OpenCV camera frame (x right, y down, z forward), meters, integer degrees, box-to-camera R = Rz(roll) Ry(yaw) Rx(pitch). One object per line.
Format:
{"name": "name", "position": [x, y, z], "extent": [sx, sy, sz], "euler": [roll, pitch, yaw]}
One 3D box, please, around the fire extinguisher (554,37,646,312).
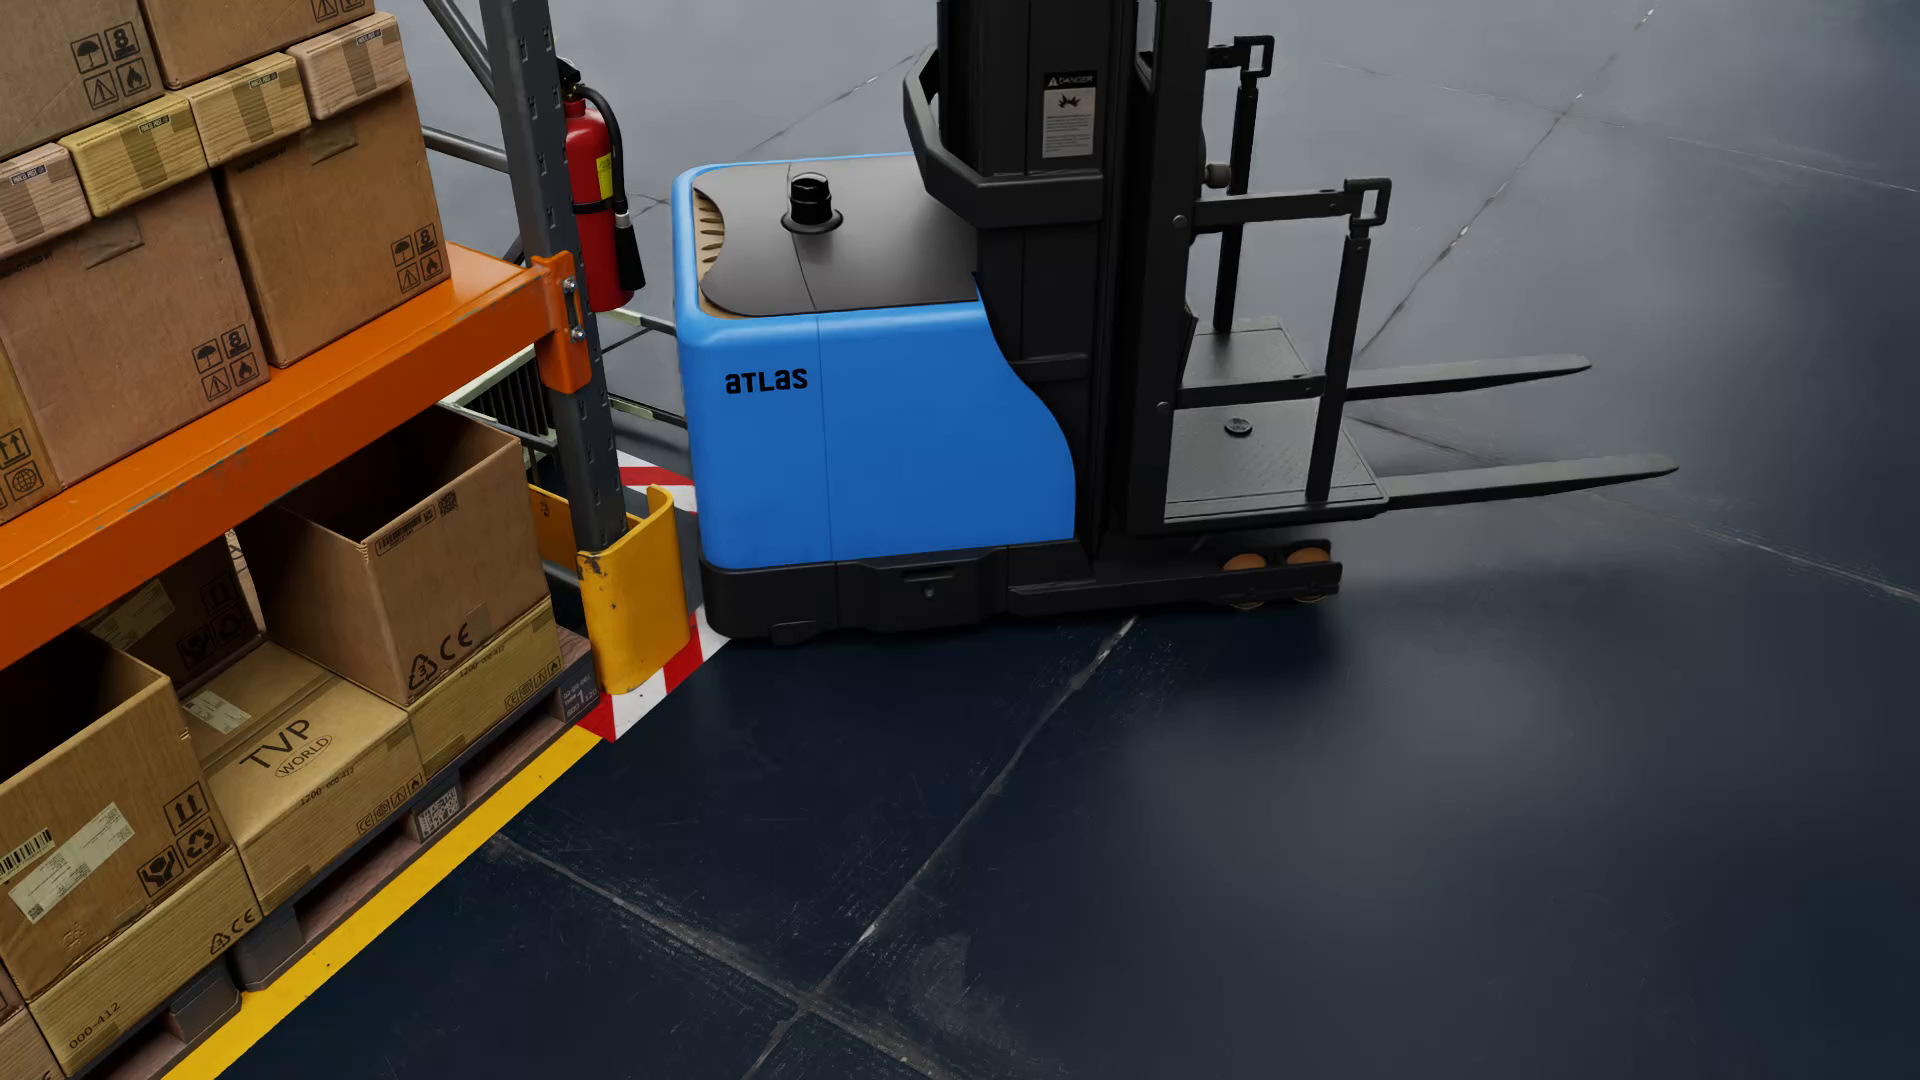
{"name": "fire extinguisher", "position": [-0.907, -0.881, 4.000], "extent": [0.296, 0.674, 0.183], "euler": [21, 42, 25]}

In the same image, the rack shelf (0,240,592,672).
{"name": "rack shelf", "position": [-2.435, 0.313, 2.976], "extent": [1.077, 0.370, 4.000], "euler": [21, 42, 25]}

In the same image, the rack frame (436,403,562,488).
{"name": "rack frame", "position": [-1.843, -0.339, 5.288], "extent": [1.500, 0.400, 0.023], "euler": [19, 41, 22]}

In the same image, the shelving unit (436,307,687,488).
{"name": "shelving unit", "position": [-1.667, -0.535, 5.542], "extent": [1.500, 0.431, 0.755], "euler": [19, 41, 22]}

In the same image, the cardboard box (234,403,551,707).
{"name": "cardboard box", "position": [-1.399, -0.004, 4.092], "extent": [0.500, 0.500, 0.500], "euler": [21, 42, 25]}

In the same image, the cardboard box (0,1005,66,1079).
{"name": "cardboard box", "position": [-2.194, 1.070, 3.313], "extent": [0.500, 0.250, 0.500], "euler": [21, 42, 25]}

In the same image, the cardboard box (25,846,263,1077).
{"name": "cardboard box", "position": [-1.925, 0.813, 3.647], "extent": [0.500, 0.250, 0.500], "euler": [21, 42, 25]}

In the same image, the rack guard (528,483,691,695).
{"name": "rack guard", "position": [-1.350, -0.025, 4.873], "extent": [1.175, 0.500, 0.348], "euler": [21, 42, 25]}

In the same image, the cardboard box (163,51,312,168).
{"name": "cardboard box", "position": [-1.546, -0.905, 3.354], "extent": [0.380, 0.149, 0.250], "euler": [22, 43, 26]}

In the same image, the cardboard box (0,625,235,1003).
{"name": "cardboard box", "position": [-1.922, 0.517, 3.417], "extent": [0.500, 0.500, 0.500], "euler": [21, 42, 25]}

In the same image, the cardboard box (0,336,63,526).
{"name": "cardboard box", "position": [-2.172, -0.280, 3.074], "extent": [0.700, 0.500, 0.500], "euler": [21, 43, 25]}

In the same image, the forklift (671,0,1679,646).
{"name": "forklift", "position": [0.695, -1.269, 4.496], "extent": [3.031, 2.935, 1.130], "euler": [-5, 38, -7]}

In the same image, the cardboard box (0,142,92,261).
{"name": "cardboard box", "position": [-1.819, -0.644, 3.015], "extent": [0.380, 0.149, 0.250], "euler": [22, 43, 26]}

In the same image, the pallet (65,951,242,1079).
{"name": "pallet", "position": [-2.392, 1.136, 3.604], "extent": [1.003, 0.211, 1.213], "euler": [21, 42, 25]}

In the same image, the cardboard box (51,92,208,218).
{"name": "cardboard box", "position": [-1.683, -0.773, 3.183], "extent": [0.380, 0.149, 0.250], "euler": [21, 42, 24]}

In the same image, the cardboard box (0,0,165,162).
{"name": "cardboard box", "position": [-1.929, -1.020, 2.971], "extent": [0.700, 0.500, 0.500], "euler": [20, 42, 24]}

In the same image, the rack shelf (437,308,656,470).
{"name": "rack shelf", "position": [-1.381, -0.439, 5.418], "extent": [0.370, 0.431, 0.720], "euler": [19, 41, 22]}

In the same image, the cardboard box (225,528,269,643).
{"name": "cardboard box", "position": [-1.838, 0.123, 4.541], "extent": [0.500, 0.250, 0.500], "euler": [21, 42, 25]}

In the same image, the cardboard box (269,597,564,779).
{"name": "cardboard box", "position": [-1.401, 0.293, 4.321], "extent": [0.500, 0.250, 0.500], "euler": [21, 42, 25]}

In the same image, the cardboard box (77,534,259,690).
{"name": "cardboard box", "position": [-2.104, 0.085, 3.977], "extent": [0.500, 0.500, 0.500], "euler": [21, 42, 25]}

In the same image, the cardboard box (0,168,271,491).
{"name": "cardboard box", "position": [-1.901, -0.534, 3.404], "extent": [0.700, 0.500, 0.500], "euler": [22, 43, 26]}

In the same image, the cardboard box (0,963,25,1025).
{"name": "cardboard box", "position": [-2.191, 0.774, 3.083], "extent": [0.500, 0.500, 0.500], "euler": [21, 42, 25]}

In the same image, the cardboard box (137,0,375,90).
{"name": "cardboard box", "position": [-1.652, -1.293, 3.325], "extent": [0.700, 0.500, 0.500], "euler": [21, 42, 25]}

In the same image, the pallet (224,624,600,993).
{"name": "pallet", "position": [-1.737, 0.509, 4.416], "extent": [1.003, 0.211, 1.213], "euler": [21, 42, 25]}

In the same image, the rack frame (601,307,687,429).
{"name": "rack frame", "position": [-1.491, -0.731, 5.796], "extent": [1.500, 0.400, 0.023], "euler": [19, 41, 22]}

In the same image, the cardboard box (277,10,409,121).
{"name": "cardboard box", "position": [-1.407, -1.040, 3.529], "extent": [0.380, 0.149, 0.250], "euler": [20, 42, 24]}

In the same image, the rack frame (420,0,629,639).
{"name": "rack frame", "position": [-1.363, -1.003, 4.094], "extent": [1.000, 3.000, 0.127], "euler": [21, 42, 25]}

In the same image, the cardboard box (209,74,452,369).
{"name": "cardboard box", "position": [-1.624, -0.806, 3.757], "extent": [0.700, 0.500, 0.500], "euler": [21, 42, 25]}

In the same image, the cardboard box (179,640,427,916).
{"name": "cardboard box", "position": [-1.659, 0.554, 3.982], "extent": [0.500, 0.250, 0.500], "euler": [21, 42, 25]}

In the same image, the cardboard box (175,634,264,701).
{"name": "cardboard box", "position": [-2.103, 0.382, 4.205], "extent": [0.500, 0.250, 0.500], "euler": [21, 42, 25]}
